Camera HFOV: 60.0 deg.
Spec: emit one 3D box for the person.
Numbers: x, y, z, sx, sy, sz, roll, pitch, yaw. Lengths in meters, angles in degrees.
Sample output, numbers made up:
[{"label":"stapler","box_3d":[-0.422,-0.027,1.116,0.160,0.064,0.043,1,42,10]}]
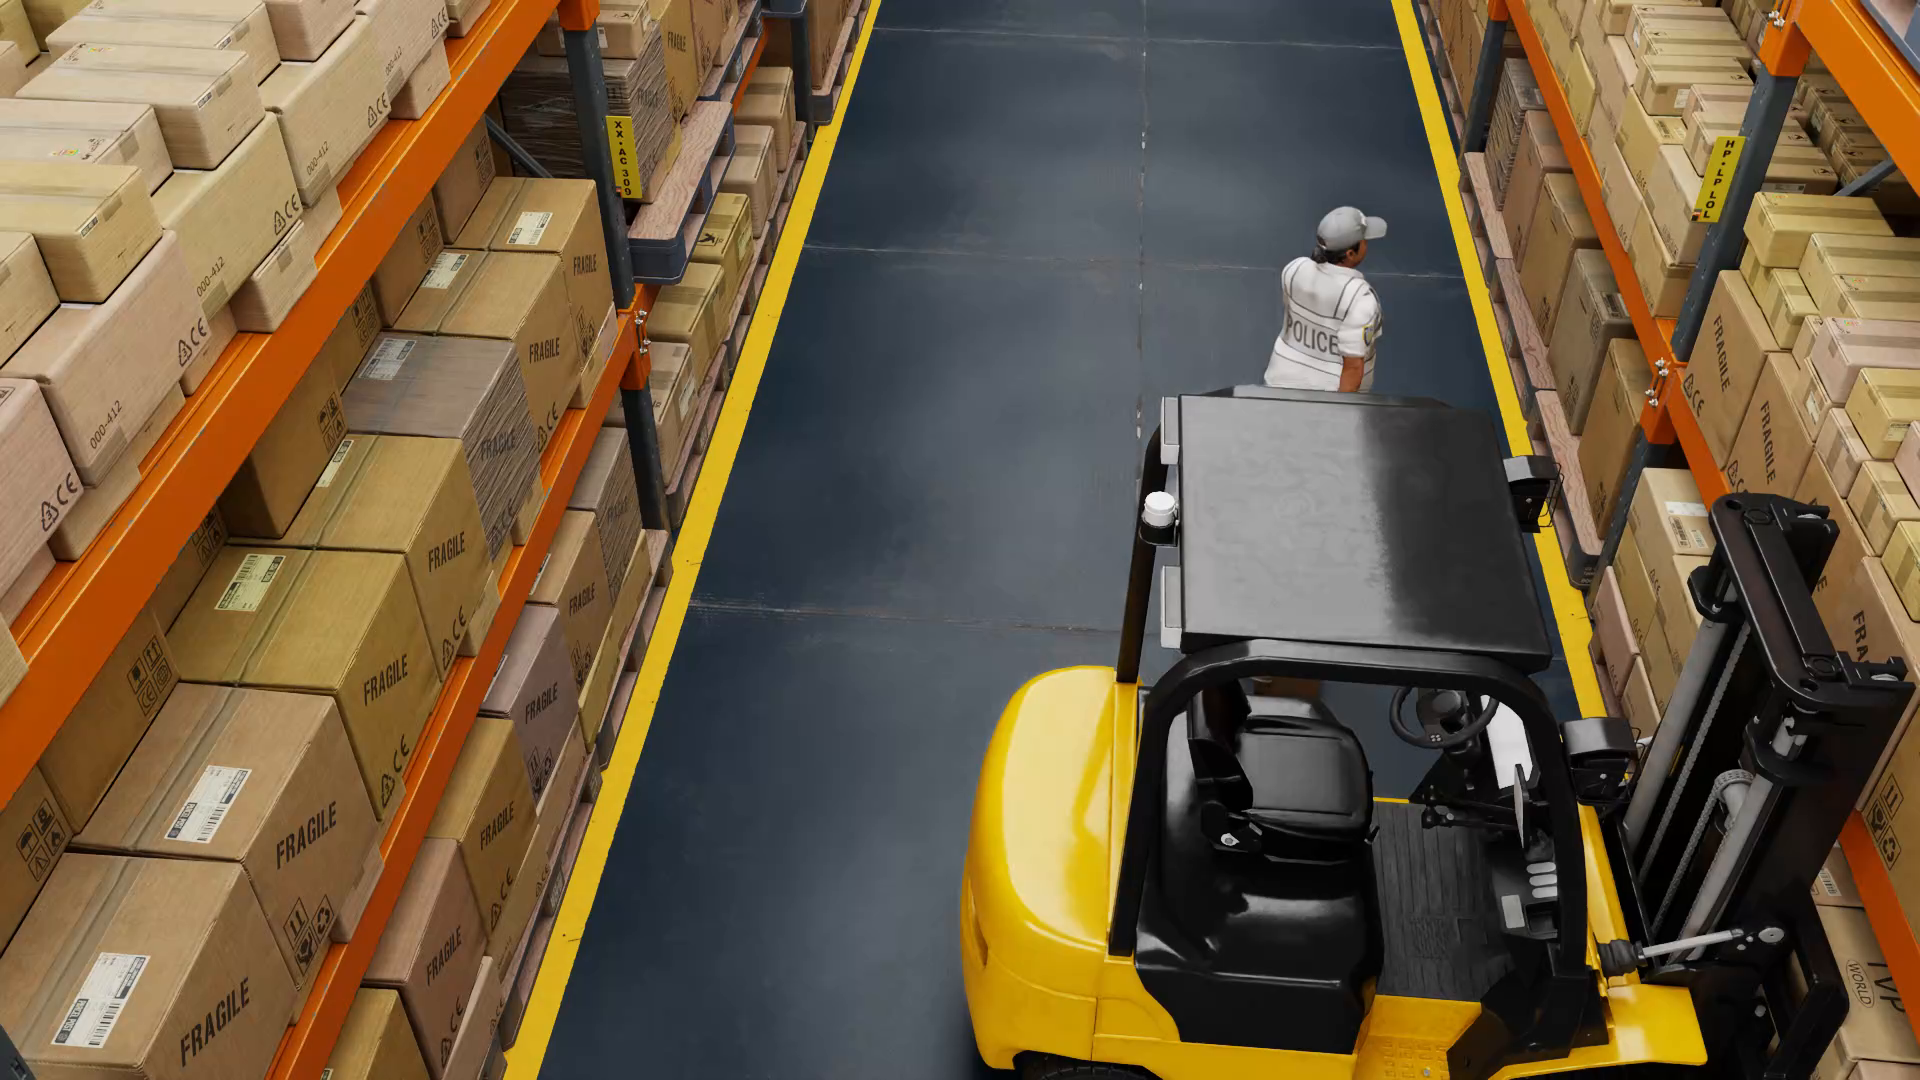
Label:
[{"label":"person","box_3d":[1.486,-0.650,6.933,0.459,1.597,1.078,22,45,24]}]
